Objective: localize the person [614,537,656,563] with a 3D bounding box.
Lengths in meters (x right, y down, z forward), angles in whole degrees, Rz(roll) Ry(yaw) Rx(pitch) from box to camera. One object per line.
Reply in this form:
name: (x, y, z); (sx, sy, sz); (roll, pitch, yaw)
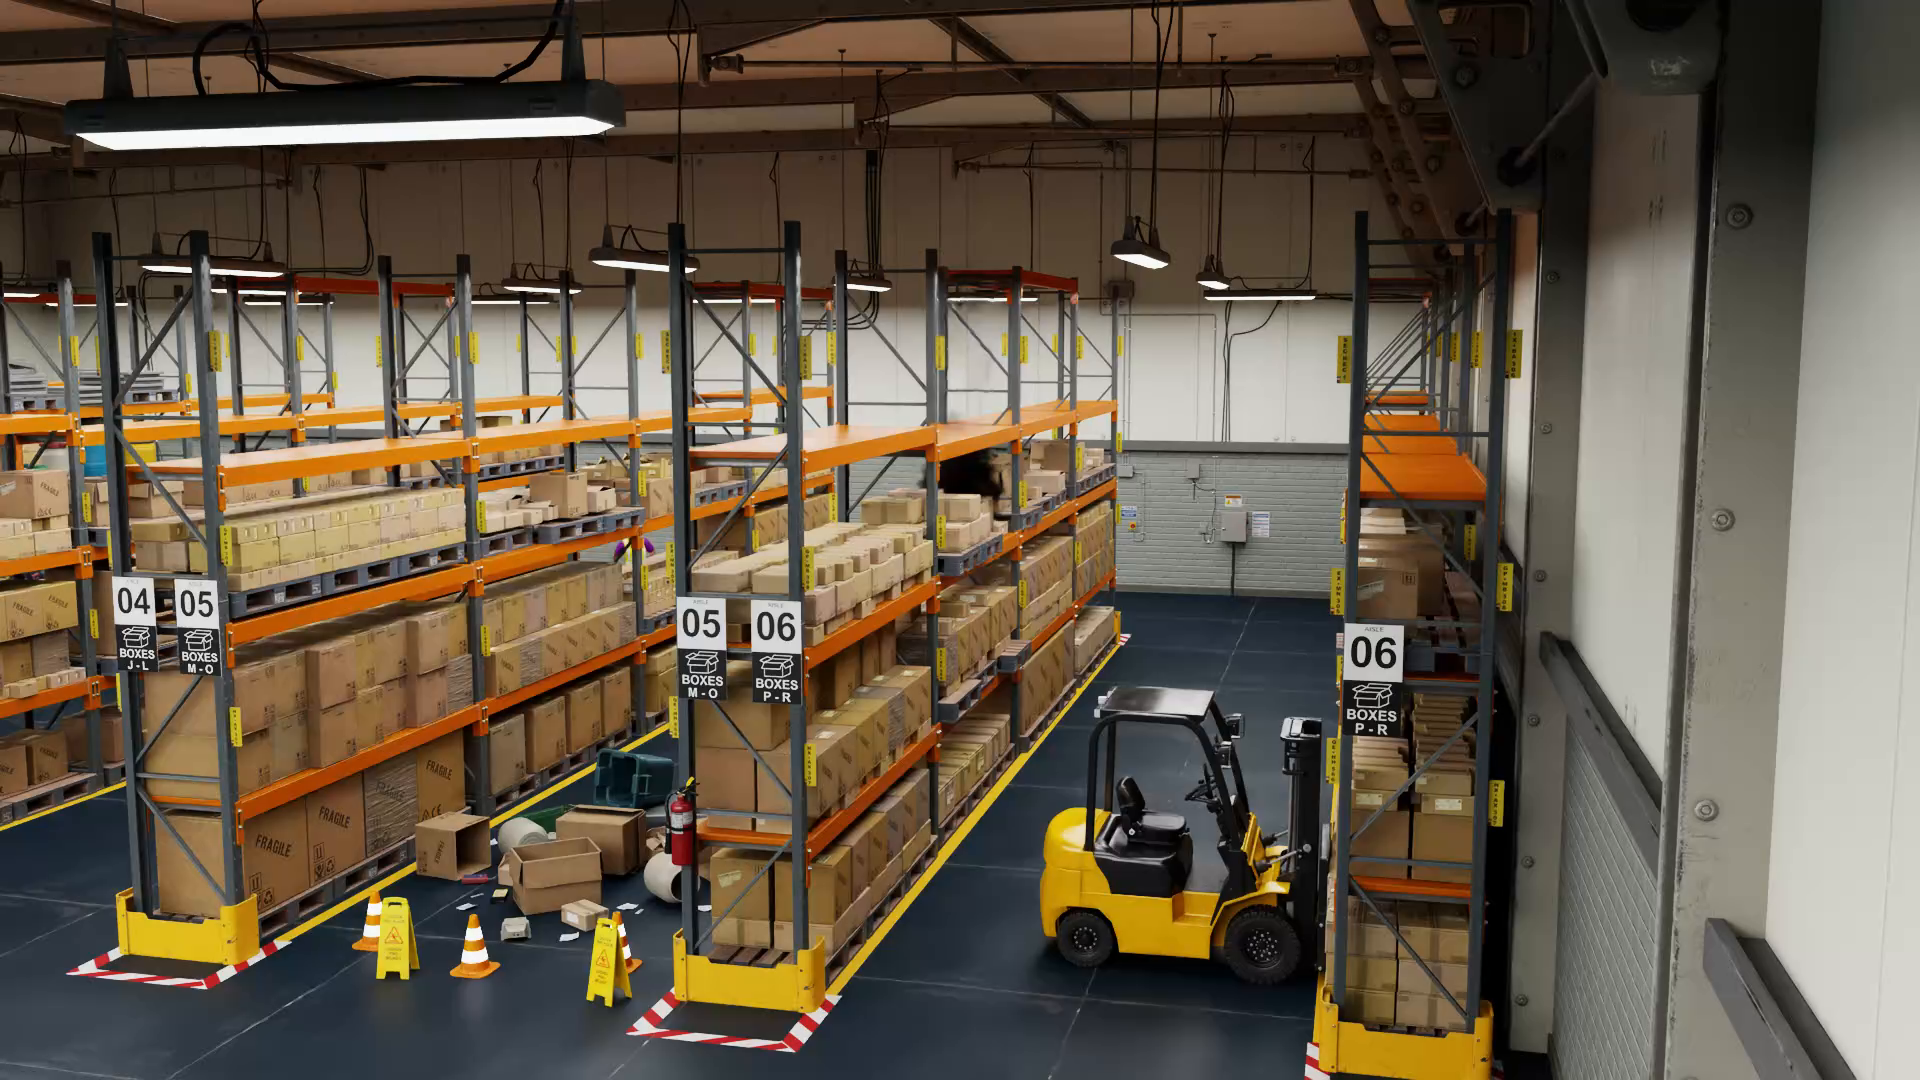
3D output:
person: (-5.923, 0.572, 30.521); (0.759, 1.737, 0.874); (-3, 8, -24)
